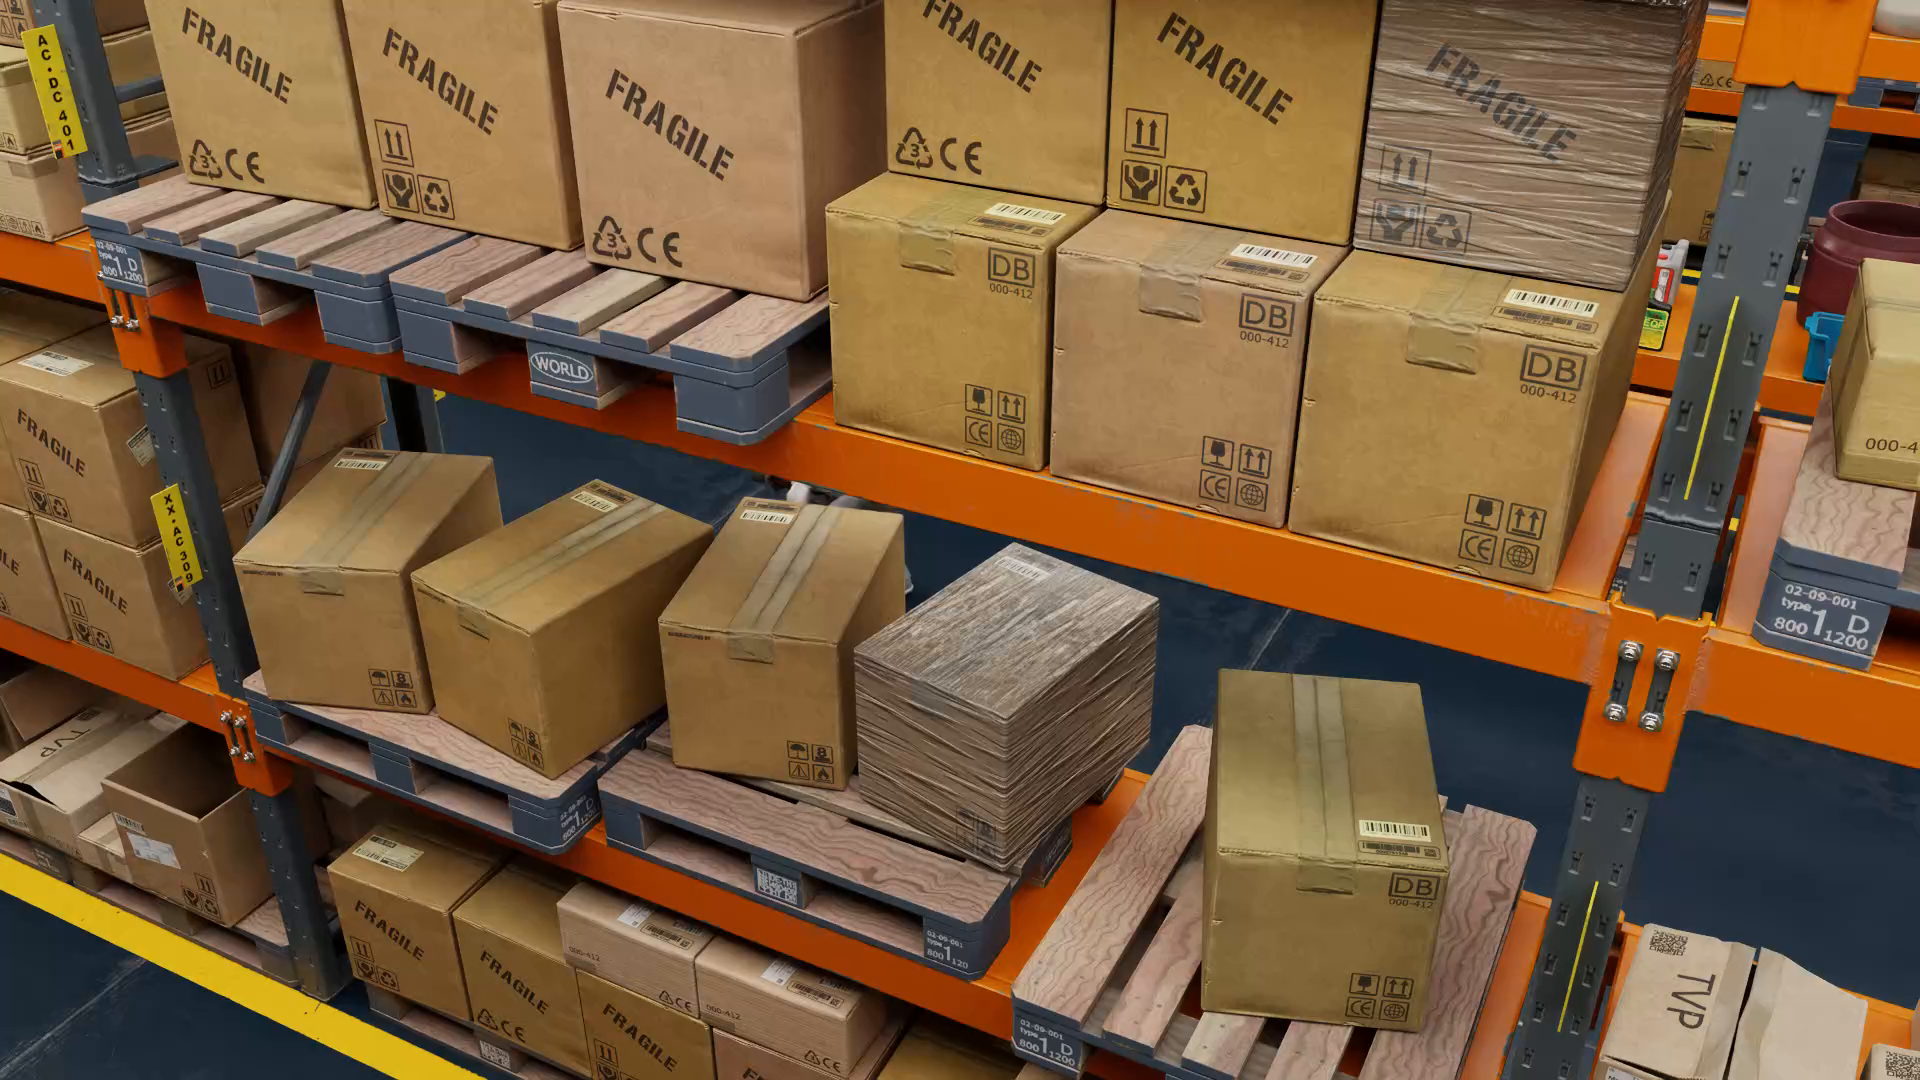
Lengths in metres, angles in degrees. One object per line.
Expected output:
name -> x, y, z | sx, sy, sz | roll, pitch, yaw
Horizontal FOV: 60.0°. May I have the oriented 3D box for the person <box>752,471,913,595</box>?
person -> -0.577, -0.139, 8.107 | 0.906, 0.922, 0.450 | 13, 33, 21
